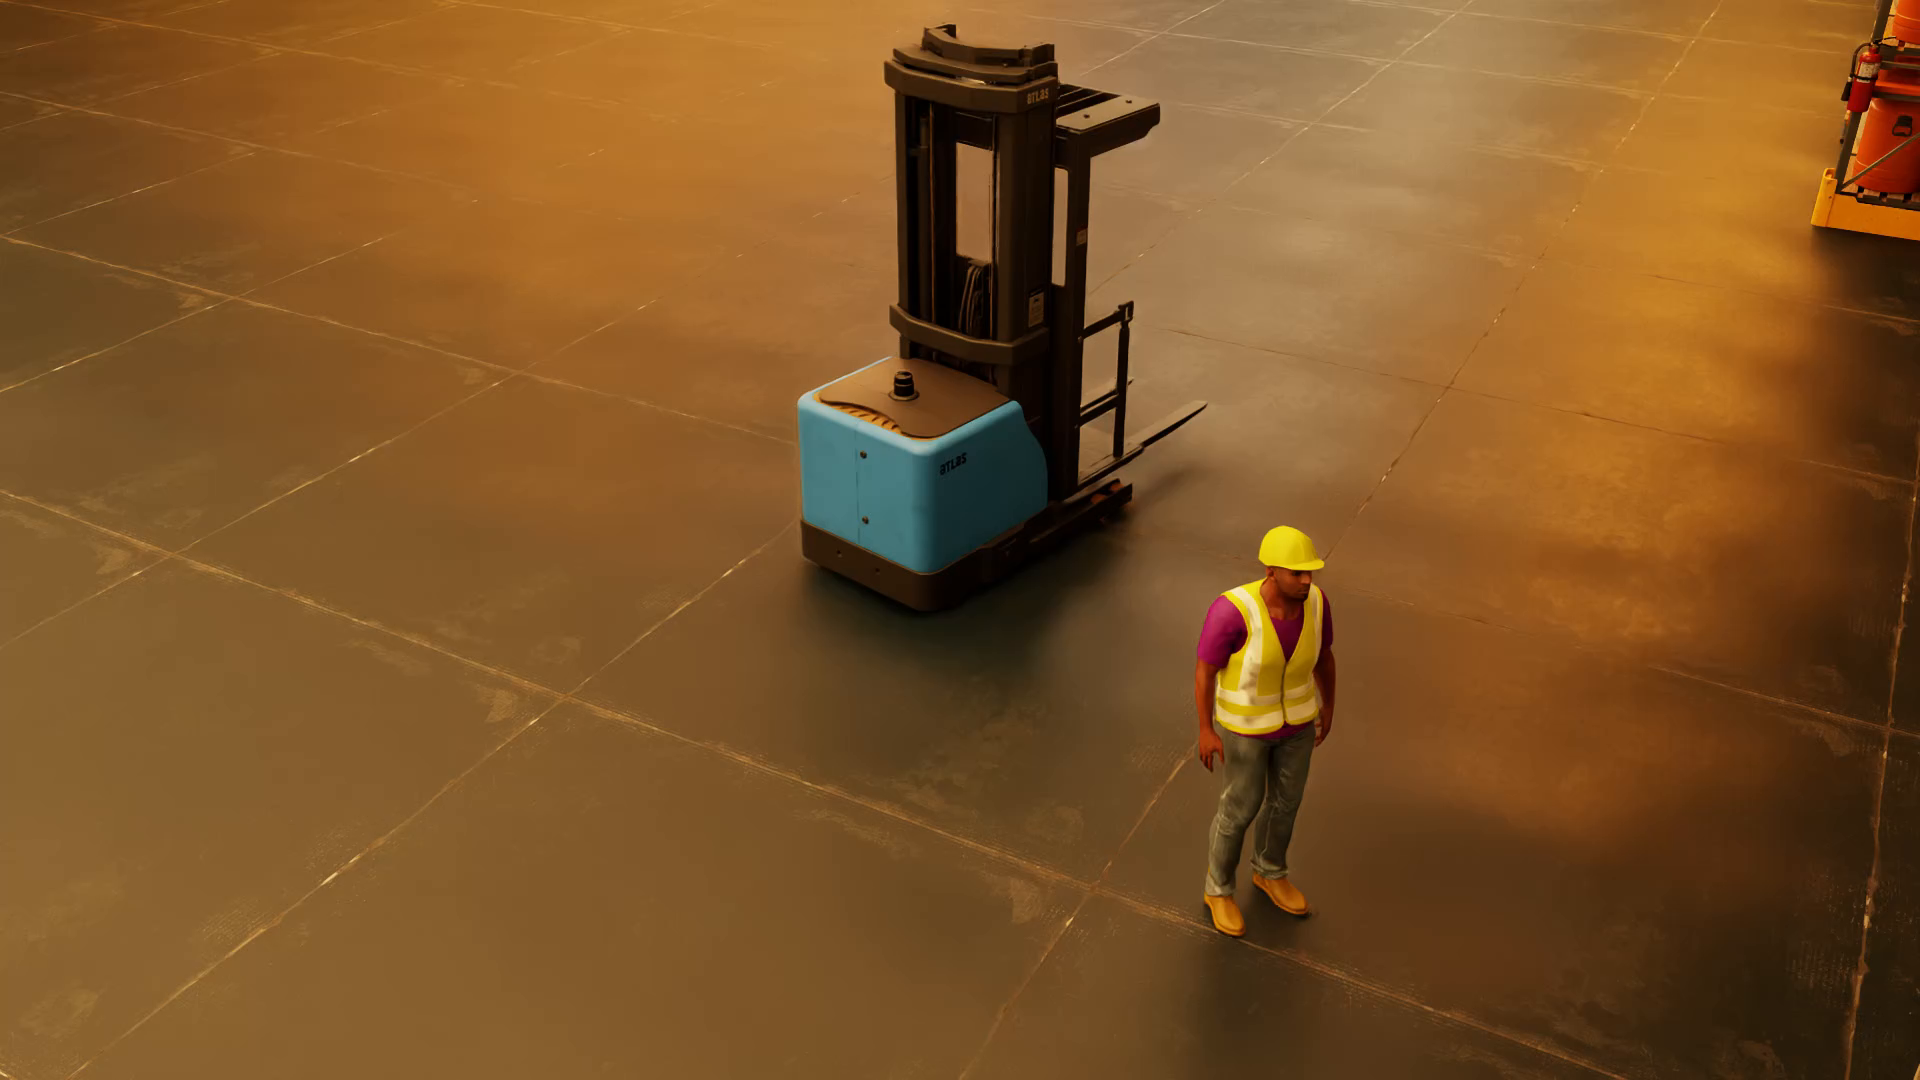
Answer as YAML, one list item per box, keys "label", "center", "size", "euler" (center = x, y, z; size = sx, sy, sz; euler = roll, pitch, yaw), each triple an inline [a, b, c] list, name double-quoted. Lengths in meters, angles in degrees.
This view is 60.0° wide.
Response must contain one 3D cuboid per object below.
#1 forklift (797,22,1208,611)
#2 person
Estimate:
- label: "forklift"
  center: [0.419, -1.534, 9.728]
  size: [1.130, 2.935, 3.031]
  euler: [23, 37, 35]
- label: "person"
  center: [1.295, 0.779, 6.890]
  size: [0.662, 1.775, 0.517]
  euler: [-11, 32, -18]
